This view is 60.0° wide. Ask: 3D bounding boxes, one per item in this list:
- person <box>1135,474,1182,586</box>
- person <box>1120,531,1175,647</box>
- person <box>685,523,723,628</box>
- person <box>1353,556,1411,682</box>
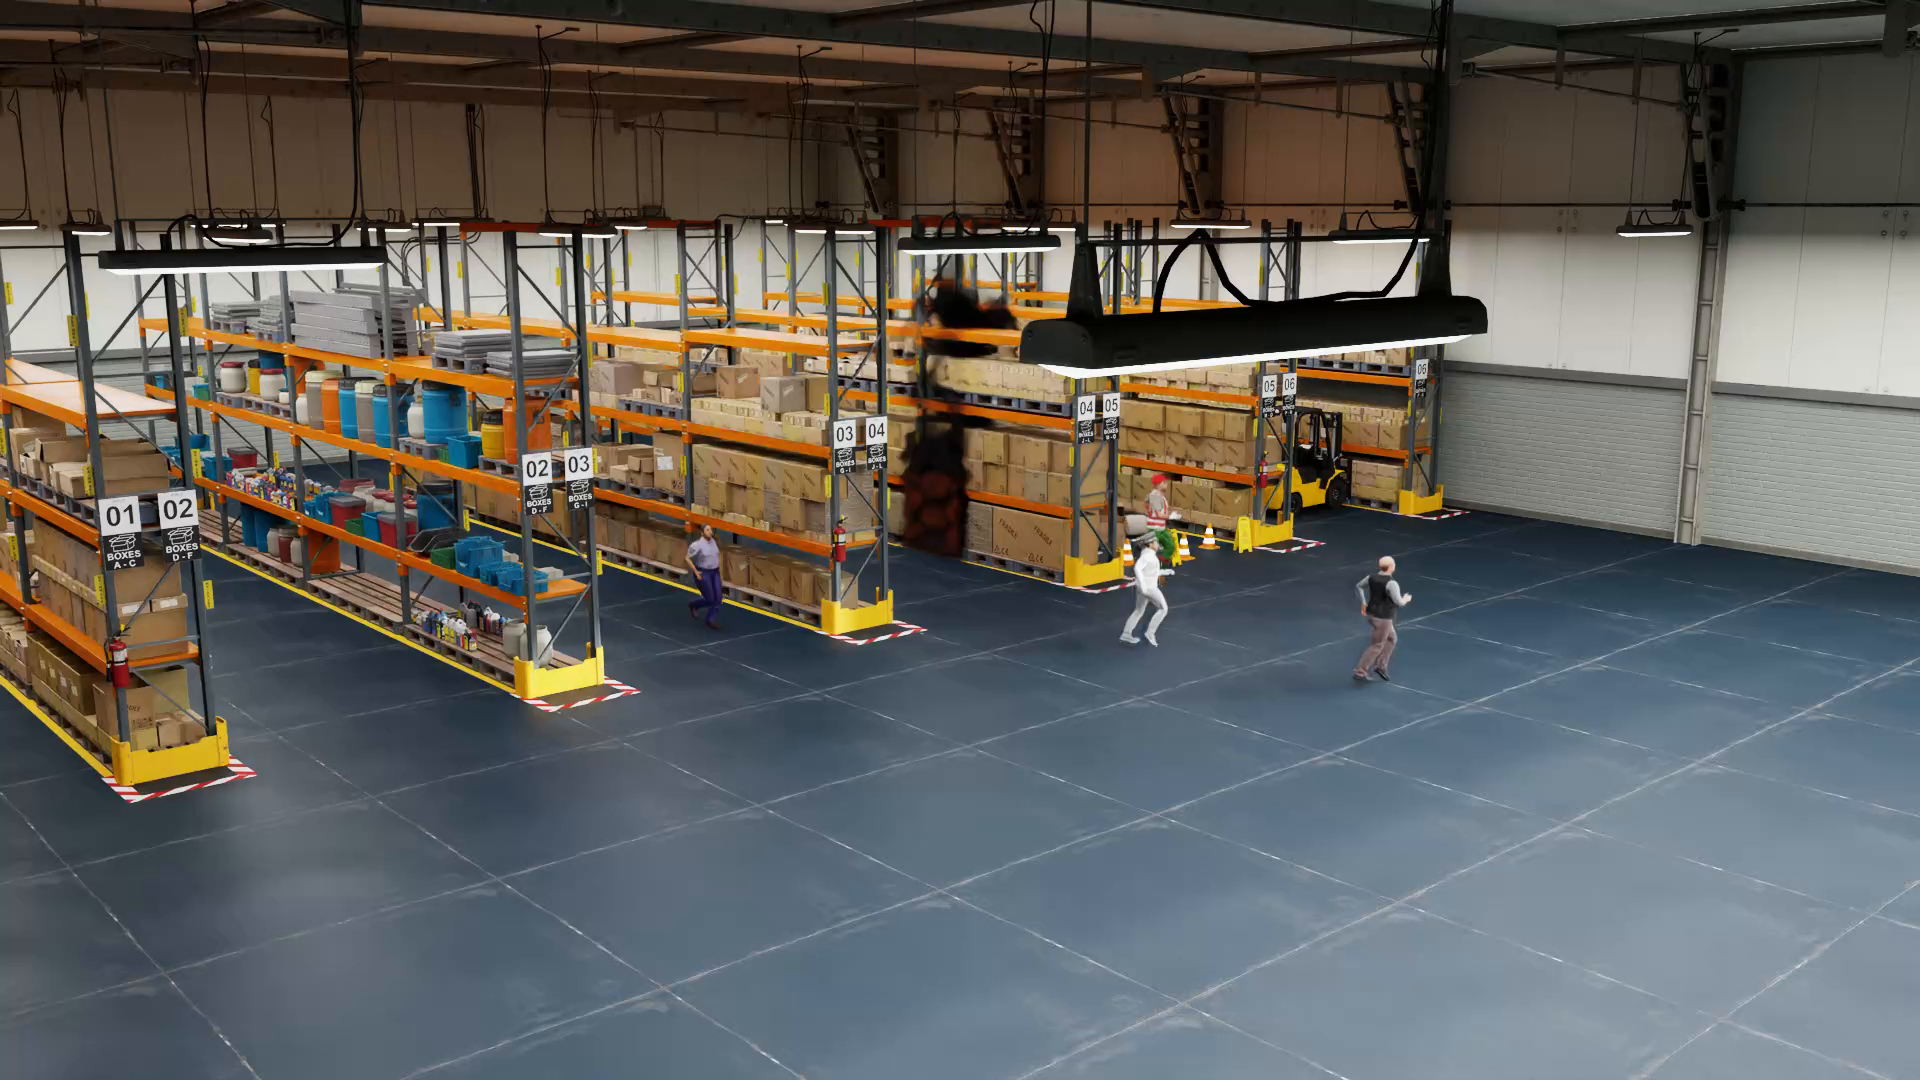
[{"bbox_3d":[3.204,-0.149,26.766,0.731,1.847,0.690,2,12,11],"label":"person"},{"bbox_3d":[2.725,0.716,24.081,0.783,1.714,0.572,-1,12,-7],"label":"person"},{"bbox_3d":[-3.853,0.536,25.204,0.566,1.588,0.623,9,14,37],"label":"person"},{"bbox_3d":[5.628,1.085,22.183,0.827,1.771,0.620,-3,12,-16],"label":"person"}]
